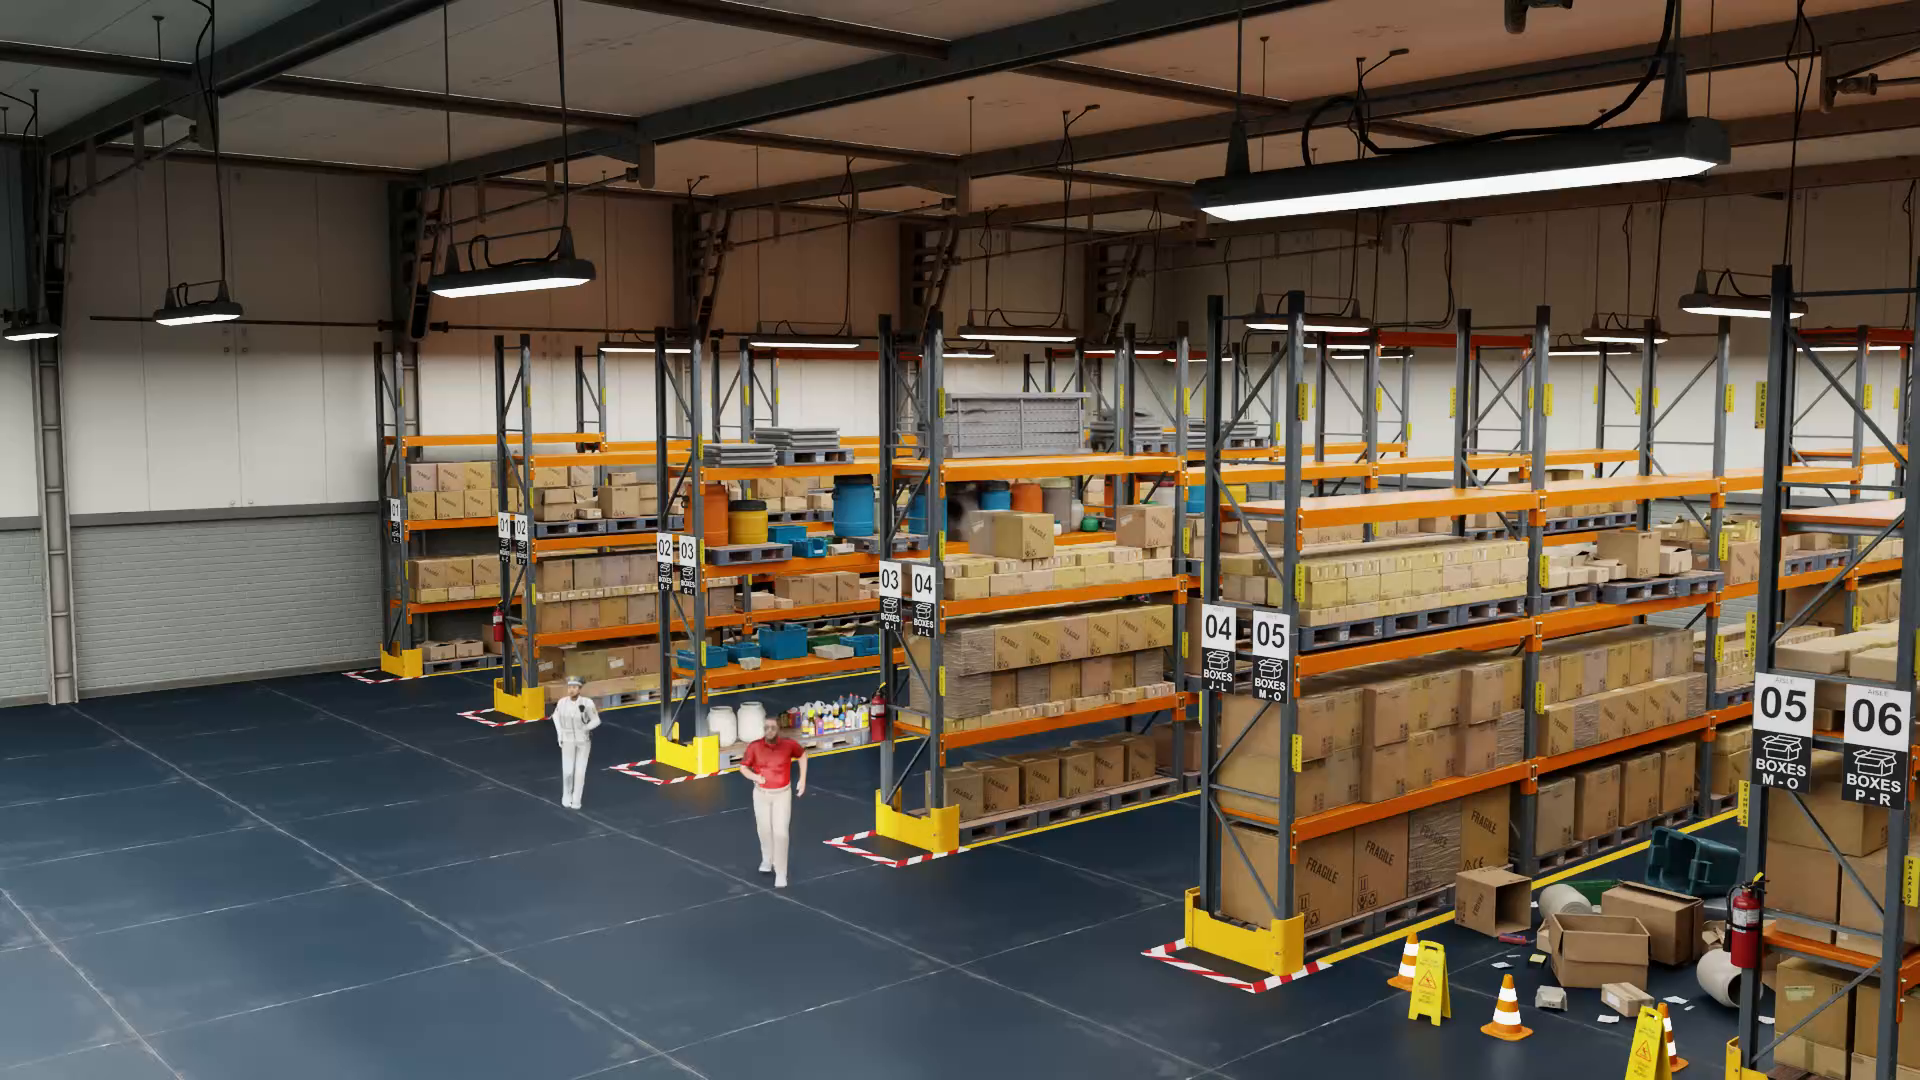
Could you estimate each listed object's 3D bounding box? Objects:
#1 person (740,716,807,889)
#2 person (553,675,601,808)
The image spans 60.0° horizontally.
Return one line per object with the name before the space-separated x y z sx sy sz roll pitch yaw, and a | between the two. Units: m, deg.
person | -1.957 2.745 17.443 0.680 1.824 0.791 0 5 0
person | -4.700 2.477 20.347 0.593 1.665 0.591 -1 5 -6
